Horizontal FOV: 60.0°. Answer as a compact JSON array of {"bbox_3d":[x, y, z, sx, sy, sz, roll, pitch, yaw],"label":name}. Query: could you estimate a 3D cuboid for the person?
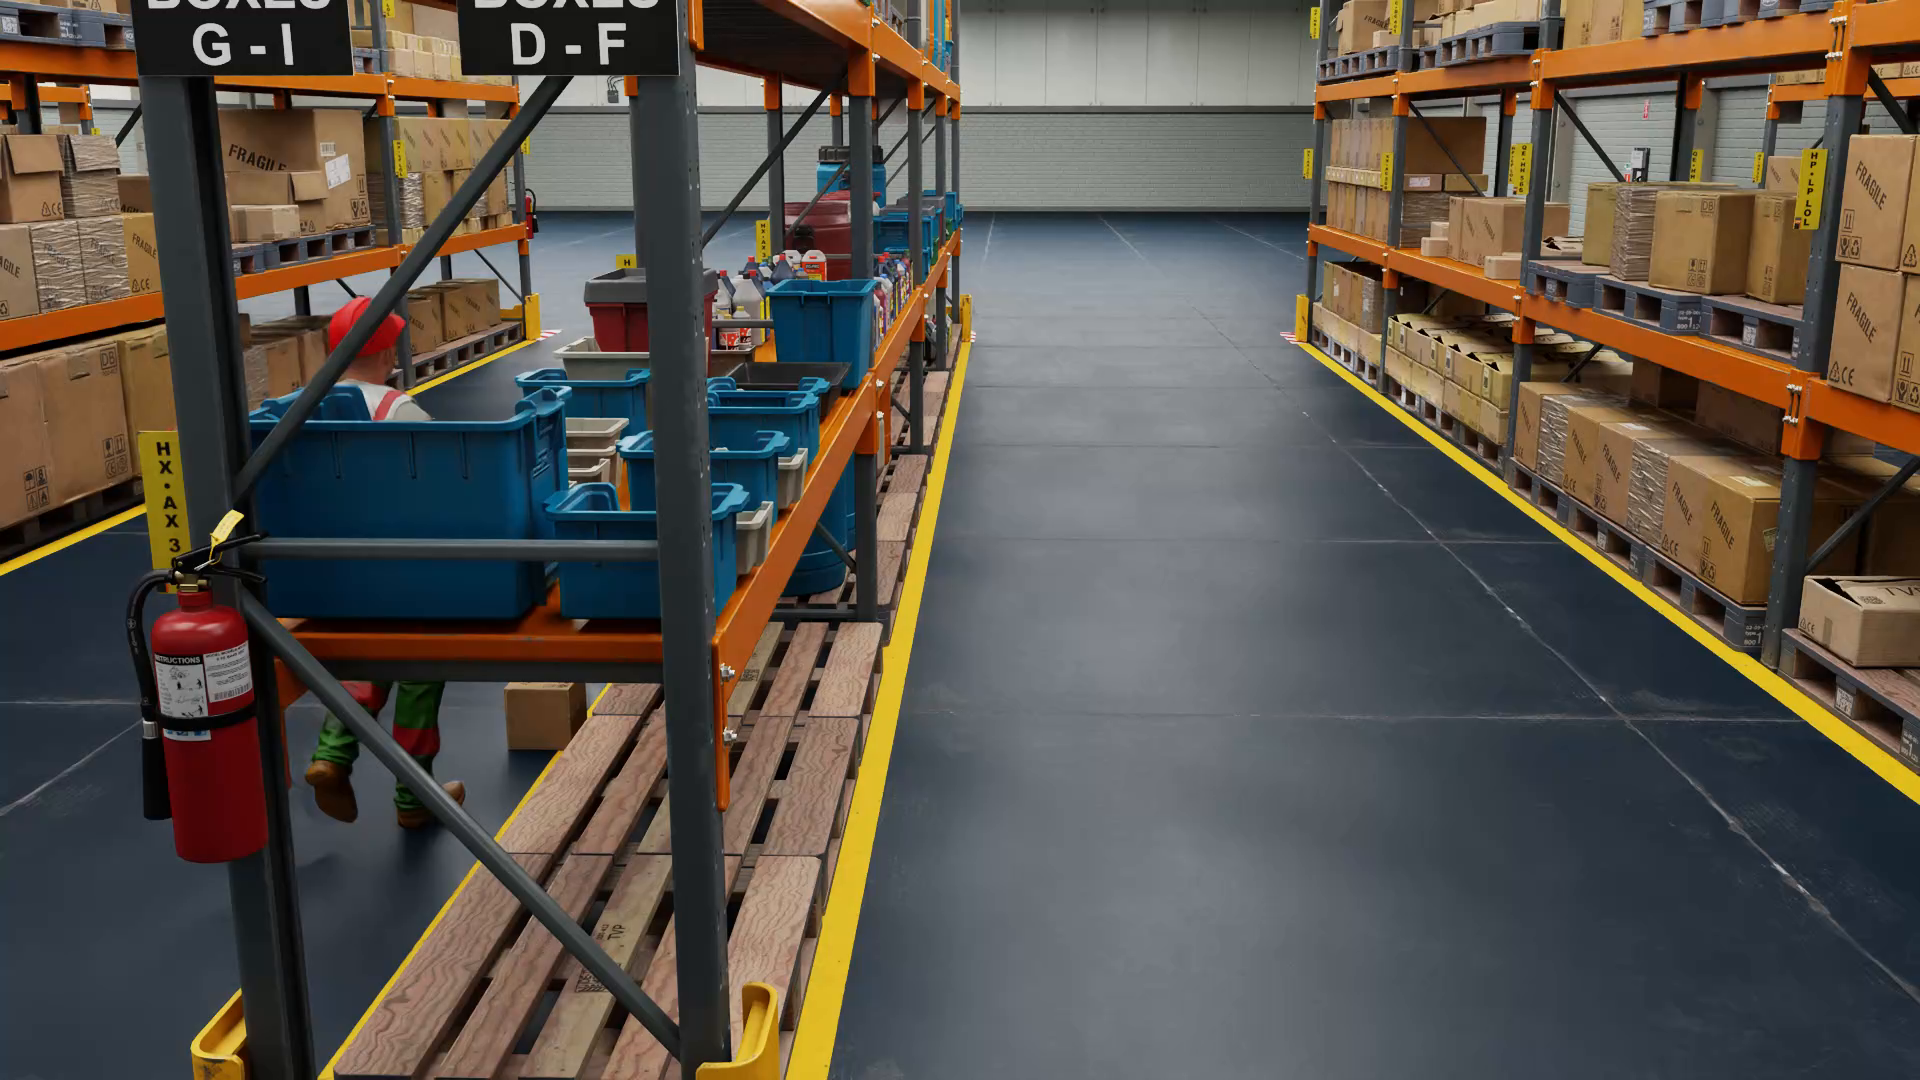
[{"bbox_3d":[-1.900,0.099,5.442,0.530,1.781,0.540,5,15,20],"label":"person"}]
